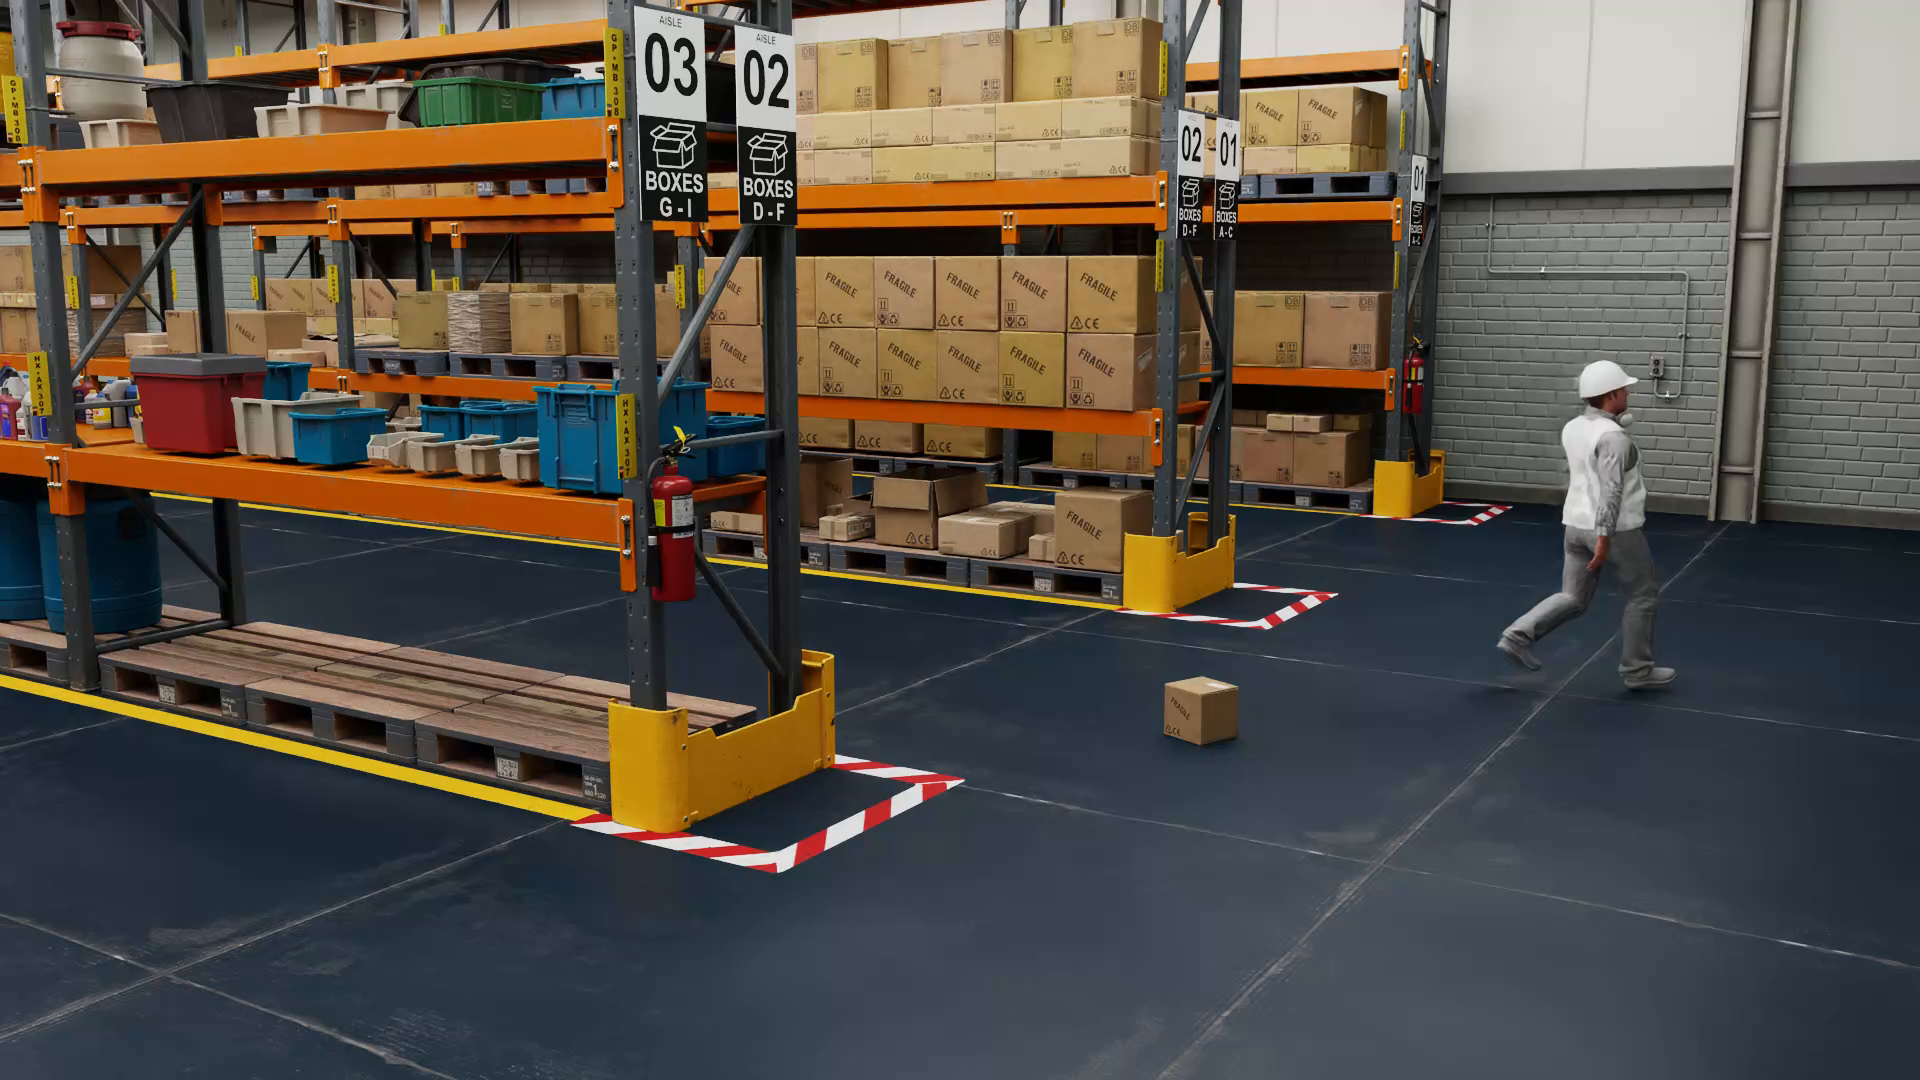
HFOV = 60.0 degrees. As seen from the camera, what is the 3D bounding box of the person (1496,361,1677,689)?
[{"bbox_3d":[3.351,-0.076,8.751,0.957,1.731,0.532,-2,10,-14],"label":"person"}]
